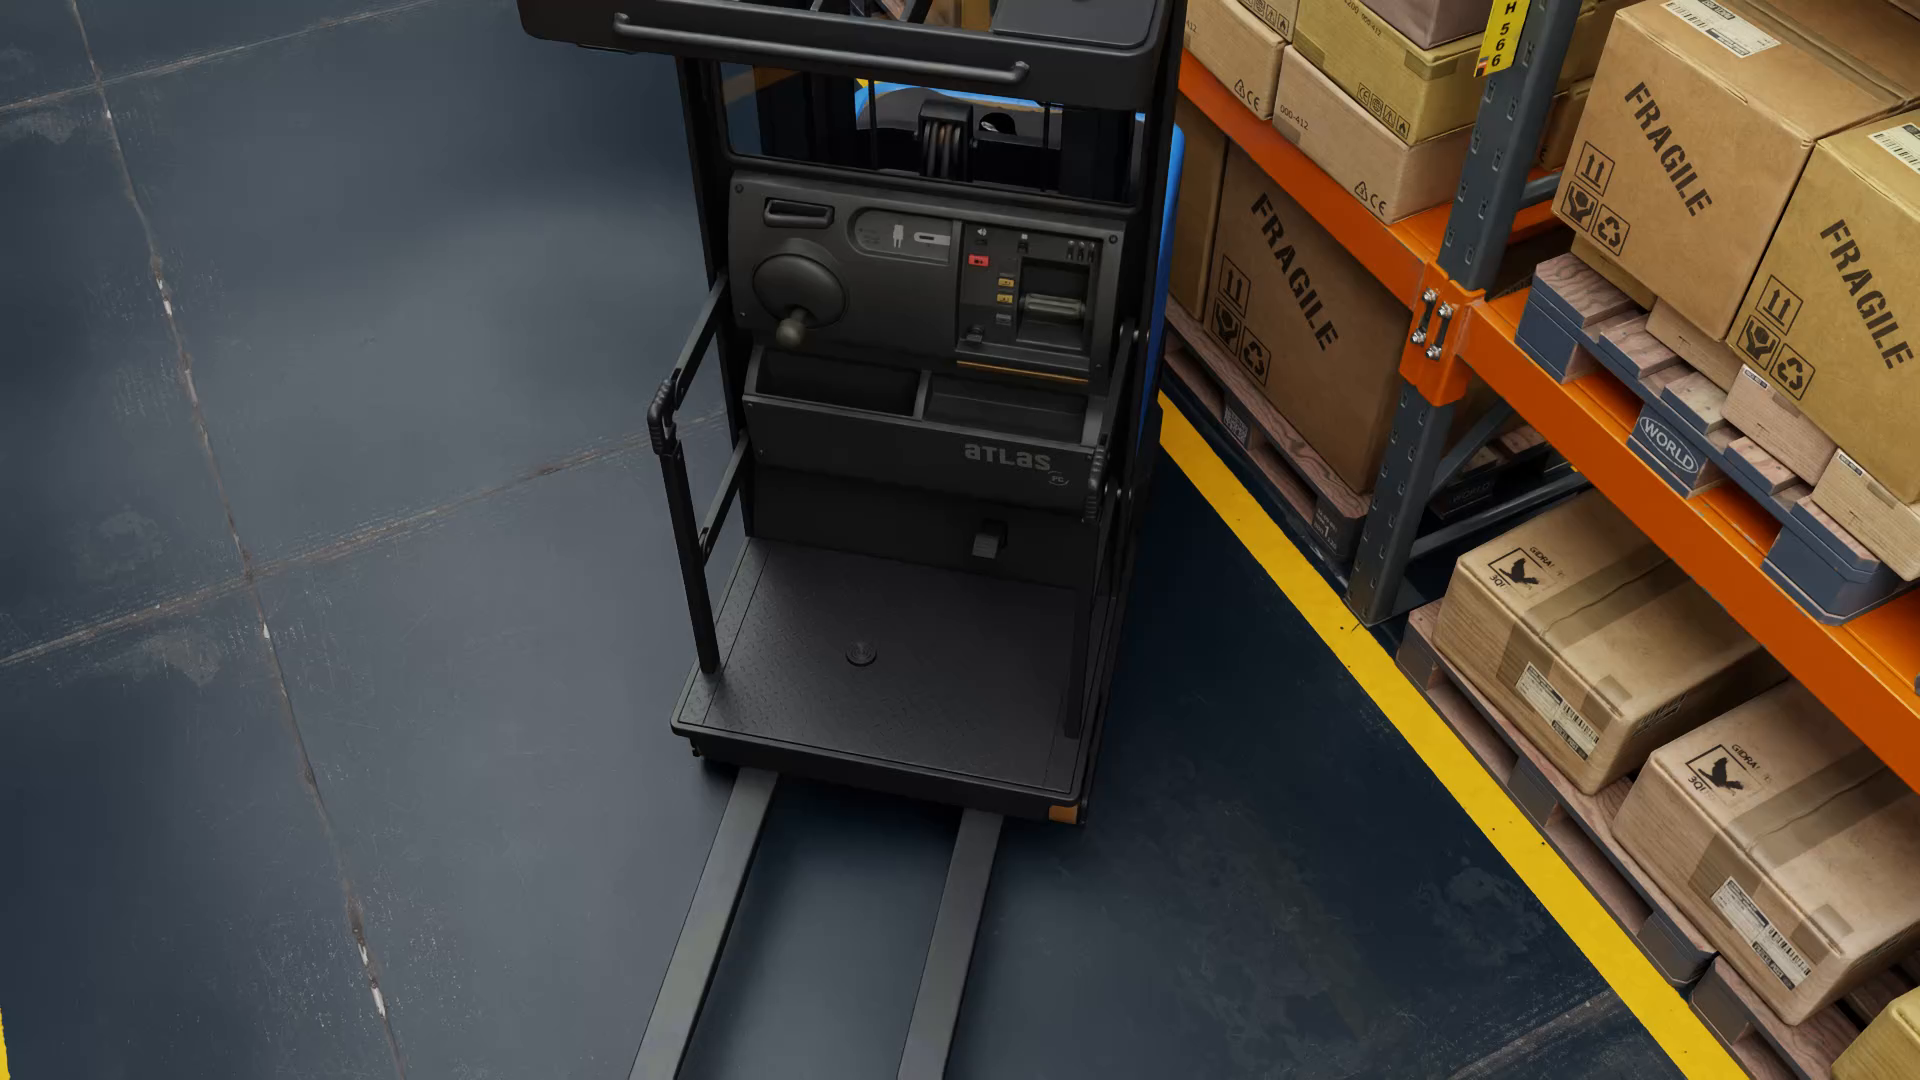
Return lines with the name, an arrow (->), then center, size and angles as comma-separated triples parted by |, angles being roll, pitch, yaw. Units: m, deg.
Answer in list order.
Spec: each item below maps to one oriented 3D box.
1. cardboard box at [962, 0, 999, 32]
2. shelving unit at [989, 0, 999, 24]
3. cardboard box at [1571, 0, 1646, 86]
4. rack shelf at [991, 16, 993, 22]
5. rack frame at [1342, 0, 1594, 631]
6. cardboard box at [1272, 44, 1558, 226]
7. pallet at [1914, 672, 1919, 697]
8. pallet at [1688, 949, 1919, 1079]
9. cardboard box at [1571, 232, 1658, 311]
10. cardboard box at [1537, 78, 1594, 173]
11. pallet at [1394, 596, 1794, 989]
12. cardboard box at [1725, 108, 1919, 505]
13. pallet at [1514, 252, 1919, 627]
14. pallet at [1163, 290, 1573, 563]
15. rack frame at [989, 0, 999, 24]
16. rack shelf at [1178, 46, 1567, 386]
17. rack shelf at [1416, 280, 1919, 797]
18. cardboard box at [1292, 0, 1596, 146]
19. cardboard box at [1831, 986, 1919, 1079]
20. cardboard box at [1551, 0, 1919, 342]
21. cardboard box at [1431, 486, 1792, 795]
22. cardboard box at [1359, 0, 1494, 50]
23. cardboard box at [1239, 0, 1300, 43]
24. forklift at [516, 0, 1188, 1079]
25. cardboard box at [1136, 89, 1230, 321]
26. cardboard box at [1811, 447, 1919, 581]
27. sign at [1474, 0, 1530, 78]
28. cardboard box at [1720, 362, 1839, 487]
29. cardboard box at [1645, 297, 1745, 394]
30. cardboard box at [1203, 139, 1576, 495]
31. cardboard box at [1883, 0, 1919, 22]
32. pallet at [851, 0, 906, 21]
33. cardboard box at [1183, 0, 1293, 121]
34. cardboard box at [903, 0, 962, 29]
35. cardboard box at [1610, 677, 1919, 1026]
cardboard box -> 0.585, -2.056, 6.188 | 0.875, 0.875, 0.875 | -20, 52, -16
shelving unit -> 0.343, -1.252, 5.532 | 0.258, 1.200, 0.503 | -23, 52, -15
cardboard box -> 1.628, -1.469, 4.309 | 0.500, 0.250, 0.500 | -22, 52, -18
rack shelf -> 0.321, -1.507, 5.235 | 0.258, 0.148, 0.480 | -23, 52, -15
rack frame -> 1.641, -0.929, 4.070 | 1.000, 3.000, 0.127 | -21, 52, -18
cardboard box -> 1.178, -1.129, 4.344 | 0.500, 0.250, 0.500 | -23, 53, -19
pallet -> 2.583, 0.445, 2.996 | 1.003, 0.211, 1.213 | -21, 52, -18
pallet -> 2.551, 1.328, 3.948 | 1.003, 0.211, 1.213 | -21, 52, -18
cardboard box -> 1.624, -0.703, 3.760 | 0.380, 0.149, 0.250 | -24, 53, -20
cardboard box -> 1.640, -1.294, 4.489 | 0.500, 0.250, 0.500 | -22, 52, -18
pallet -> 1.997, 0.512, 4.662 | 1.003, 0.211, 1.213 | -21, 52, -18
cardboard box -> 1.885, -0.471, 3.126 | 0.500, 0.500, 0.500 | -19, 51, -16
pallet -> 2.061, -0.426, 3.757 | 1.213, 0.211, 1.003 | -21, 52, -18
pallet -> 1.347, -0.565, 5.604 | 1.003, 0.211, 1.213 | -21, 52, -18
rack frame -> 0.232, -1.412, 5.678 | 0.240, 1.200, 0.015 | -23, 52, -15
rack shelf -> 0.725, -2.031, 5.511 | 1.077, 0.370, 4.000 | -21, 52, -18
rack shelf -> 2.556, 0.646, 3.170 | 1.077, 0.370, 4.000 | -21, 52, -18
cardboard box -> 1.193, -1.281, 4.145 | 0.500, 0.250, 0.500 | -21, 52, -18
cardboard box -> 2.577, 1.180, 3.692 | 0.950, 0.372, 0.625 | -20, 52, -16
cardboard box -> 1.641, -0.817, 3.429 | 0.500, 0.500, 0.500 | -23, 53, -19
cardboard box -> 1.890, 0.179, 4.567 | 0.950, 0.372, 0.625 | -24, 53, -20
cardboard box -> 1.171, -1.547, 3.880 | 0.500, 0.500, 0.500 | -22, 53, -18
cardboard box -> 0.955, -1.623, 4.444 | 0.500, 0.250, 0.500 | -22, 53, -18
forklift -> -0.133, -0.506, 3.745 | 1.130, 2.935, 3.031 | 9, 49, 8
cardboard box -> 0.994, -1.457, 5.664 | 0.875, 0.875, 0.875 | -21, 52, -17
cardboard box -> 1.915, -0.112, 3.243 | 0.380, 0.149, 0.250 | -21, 52, -17
sign -> 1.149, -1.117, 3.465 | 0.100, 0.325, 0.005 | -21, 52, -18
cardboard box -> 1.808, -0.303, 3.410 | 0.380, 0.149, 0.250 | -24, 53, -20
cardboard box -> 1.723, -0.502, 3.584 | 0.380, 0.149, 0.250 | -24, 53, -20
cardboard box -> 1.398, -0.859, 5.141 | 0.875, 0.875, 0.875 | -22, 52, -18
cardboard box -> 2.096, -0.990, 3.580 | 0.500, 0.500, 0.500 | -23, 53, -19
pallet -> 0.230, -2.198, 7.032 | 1.003, 0.211, 1.213 | -21, 52, -18
cardboard box -> 0.931, -1.465, 4.638 | 0.500, 0.250, 0.500 | -20, 52, -17
cardboard box -> 0.165, -2.658, 6.714 | 0.875, 0.875, 0.875 | -20, 52, -16
cardboard box -> 2.235, 0.670, 4.138 | 0.950, 0.372, 0.625 | -22, 52, -18
